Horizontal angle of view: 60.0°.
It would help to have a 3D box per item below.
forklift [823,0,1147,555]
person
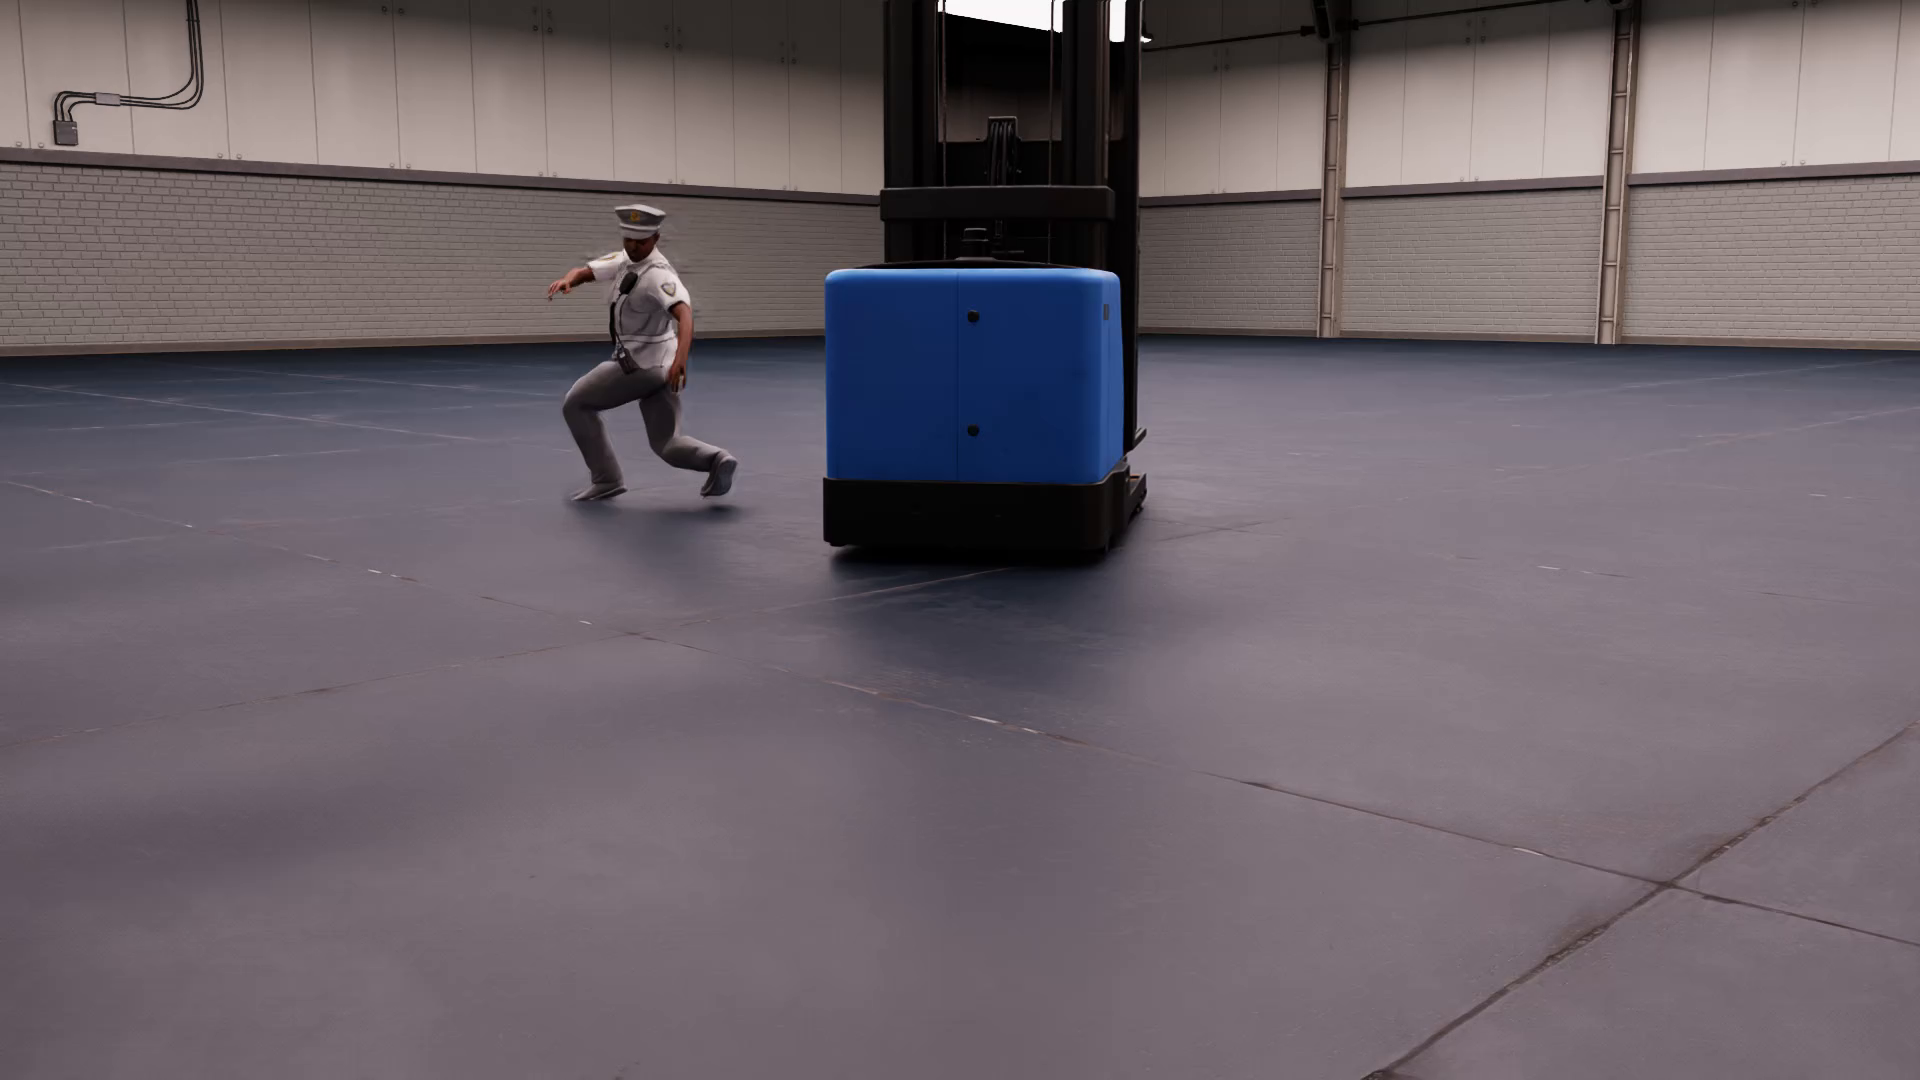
[{"bbox_3d":[0.261,-1.573,7.320,1.130,2.935,3.031,2,9,10],"label":"forklift"},{"bbox_3d":[-1.479,-0.826,7.721,0.917,1.439,0.695,2,9,13],"label":"person"}]
